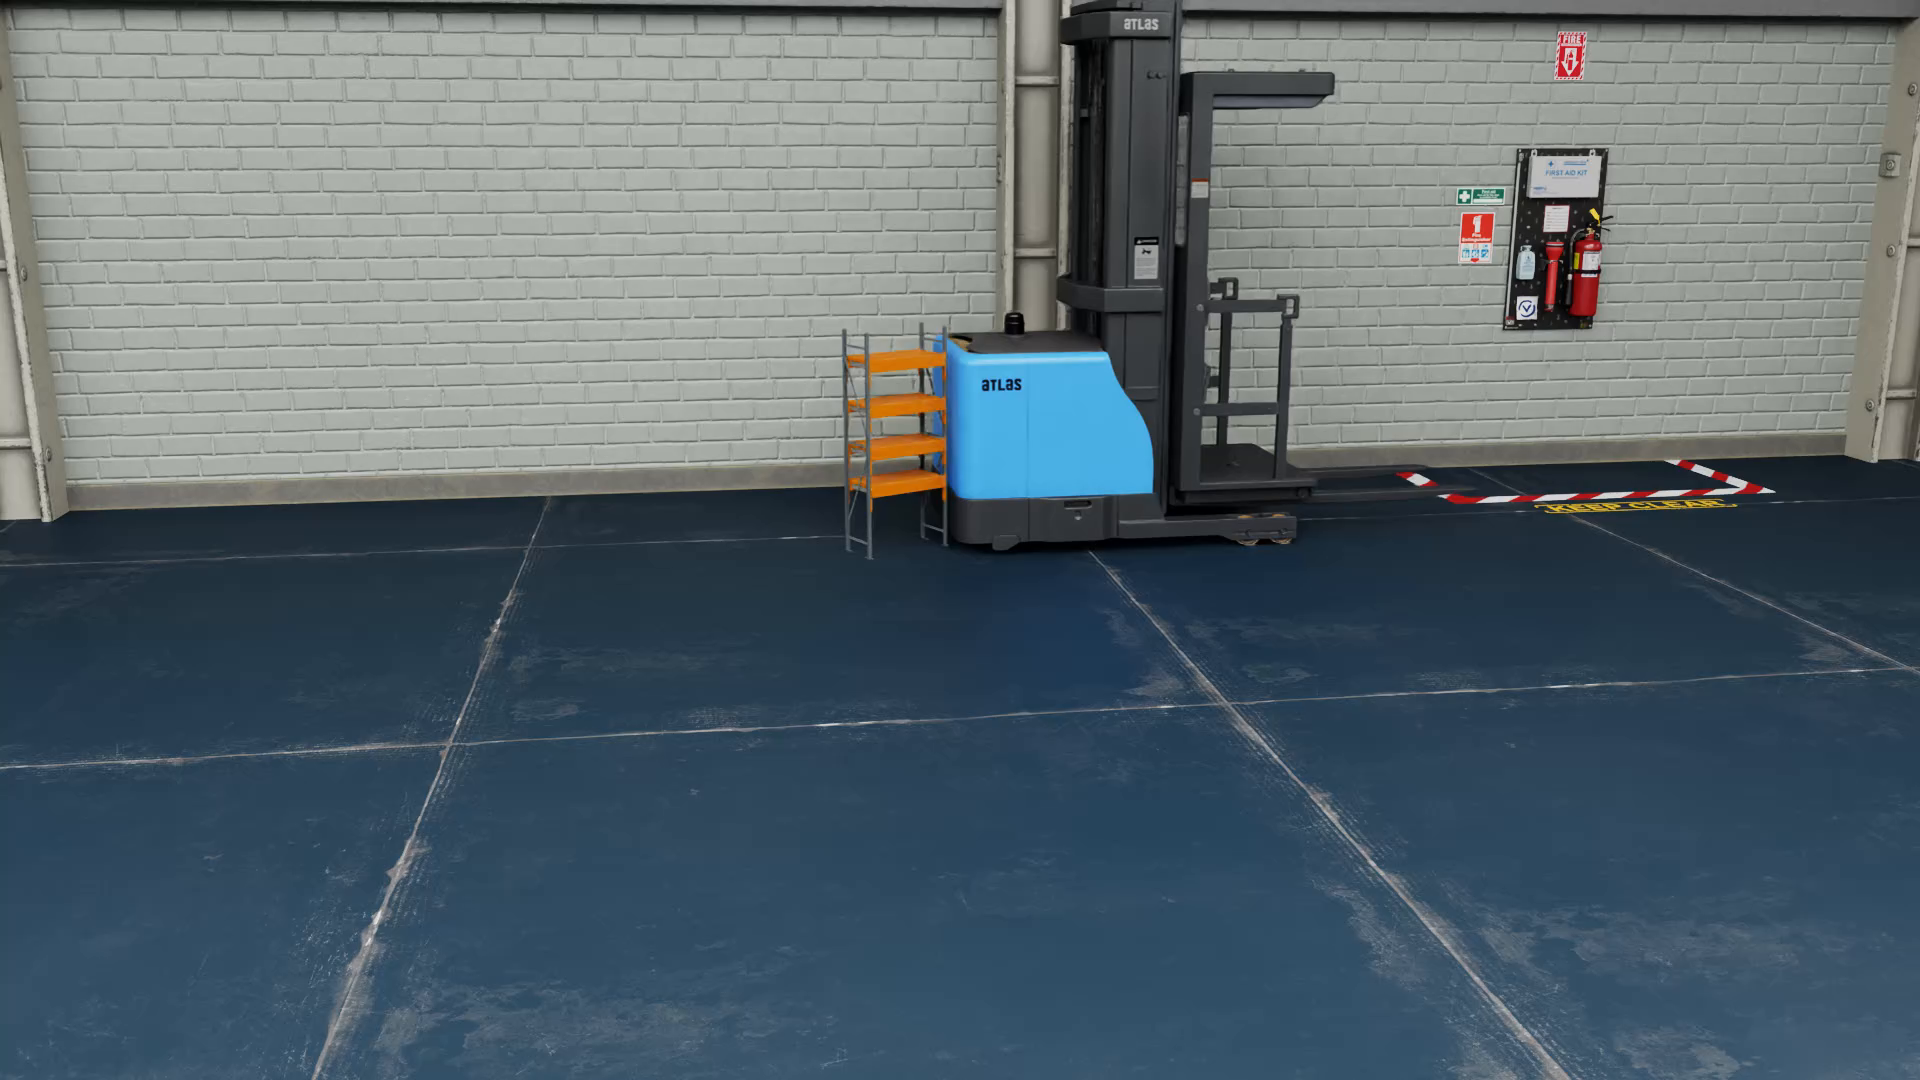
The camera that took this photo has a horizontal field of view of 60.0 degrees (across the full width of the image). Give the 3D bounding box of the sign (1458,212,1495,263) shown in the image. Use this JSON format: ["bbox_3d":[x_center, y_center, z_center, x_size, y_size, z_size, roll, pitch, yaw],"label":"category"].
[{"bbox_3d":[3.365,-1.969,10.833,0.234,0.329,0.001,-2,14,-8],"label":"sign"}]

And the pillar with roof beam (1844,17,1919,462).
[{"bbox_3d":[7.017,-3.902,6.280,0.400,9.000,9.100,-2,14,-8],"label":"pillar with roof beam"}]

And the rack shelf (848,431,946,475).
[{"bbox_3d":[-0.342,-0.468,8.899,0.480,0.148,0.258,-10,17,-34],"label":"rack shelf"}]

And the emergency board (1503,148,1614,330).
[{"bbox_3d":[3.927,-1.947,10.818,0.643,1.169,0.194,-2,14,-8],"label":"emergency board"}]

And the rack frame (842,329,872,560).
[{"bbox_3d":[-0.541,-0.499,8.745,0.015,1.200,0.240,-10,17,-34],"label":"rack frame"}]

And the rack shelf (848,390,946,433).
[{"bbox_3d":[-0.342,-0.685,8.844,0.480,0.148,0.258,-10,17,-34],"label":"rack shelf"}]

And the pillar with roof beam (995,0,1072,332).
[{"bbox_3d":[1.084,-3.684,5.413,0.400,9.000,9.100,-2,14,-8],"label":"pillar with roof beam"}]

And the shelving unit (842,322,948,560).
[{"bbox_3d":[-0.342,-0.533,8.882,0.503,1.200,0.258,-10,17,-34],"label":"shelving unit"}]

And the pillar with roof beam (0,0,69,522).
[{"bbox_3d":[-4.849,-3.467,4.546,0.400,9.000,9.100,-2,14,-8],"label":"pillar with roof beam"}]

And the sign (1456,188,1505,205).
[{"bbox_3d":[3.370,-2.224,10.761,0.331,0.109,0.001,-2,14,-8],"label":"sign"}]

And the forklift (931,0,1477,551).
[{"bbox_3d":[1.398,-1.514,9.233,3.031,2.935,1.130,-2,14,-9],"label":"forklift"}]

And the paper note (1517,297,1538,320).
[{"bbox_3d":[3.741,-1.530,10.966,0.142,0.148,0.016,-2,14,-8],"label":"paper note"}]

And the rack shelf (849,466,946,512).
[{"bbox_3d":[-0.342,-0.276,8.947,0.480,0.148,0.258,-10,17,-34],"label":"rack shelf"}]

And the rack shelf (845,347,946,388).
[{"bbox_3d":[-0.342,-0.915,8.787,0.480,0.148,0.258,-10,17,-34],"label":"rack shelf"}]

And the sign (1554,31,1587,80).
[{"bbox_3d":[3.904,-3.095,10.631,0.199,0.298,0.001,-2,14,-8],"label":"sign"}]

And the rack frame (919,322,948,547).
[{"bbox_3d":[-0.144,-0.568,9.020,0.015,1.200,0.240,-10,17,-34],"label":"rack frame"}]
